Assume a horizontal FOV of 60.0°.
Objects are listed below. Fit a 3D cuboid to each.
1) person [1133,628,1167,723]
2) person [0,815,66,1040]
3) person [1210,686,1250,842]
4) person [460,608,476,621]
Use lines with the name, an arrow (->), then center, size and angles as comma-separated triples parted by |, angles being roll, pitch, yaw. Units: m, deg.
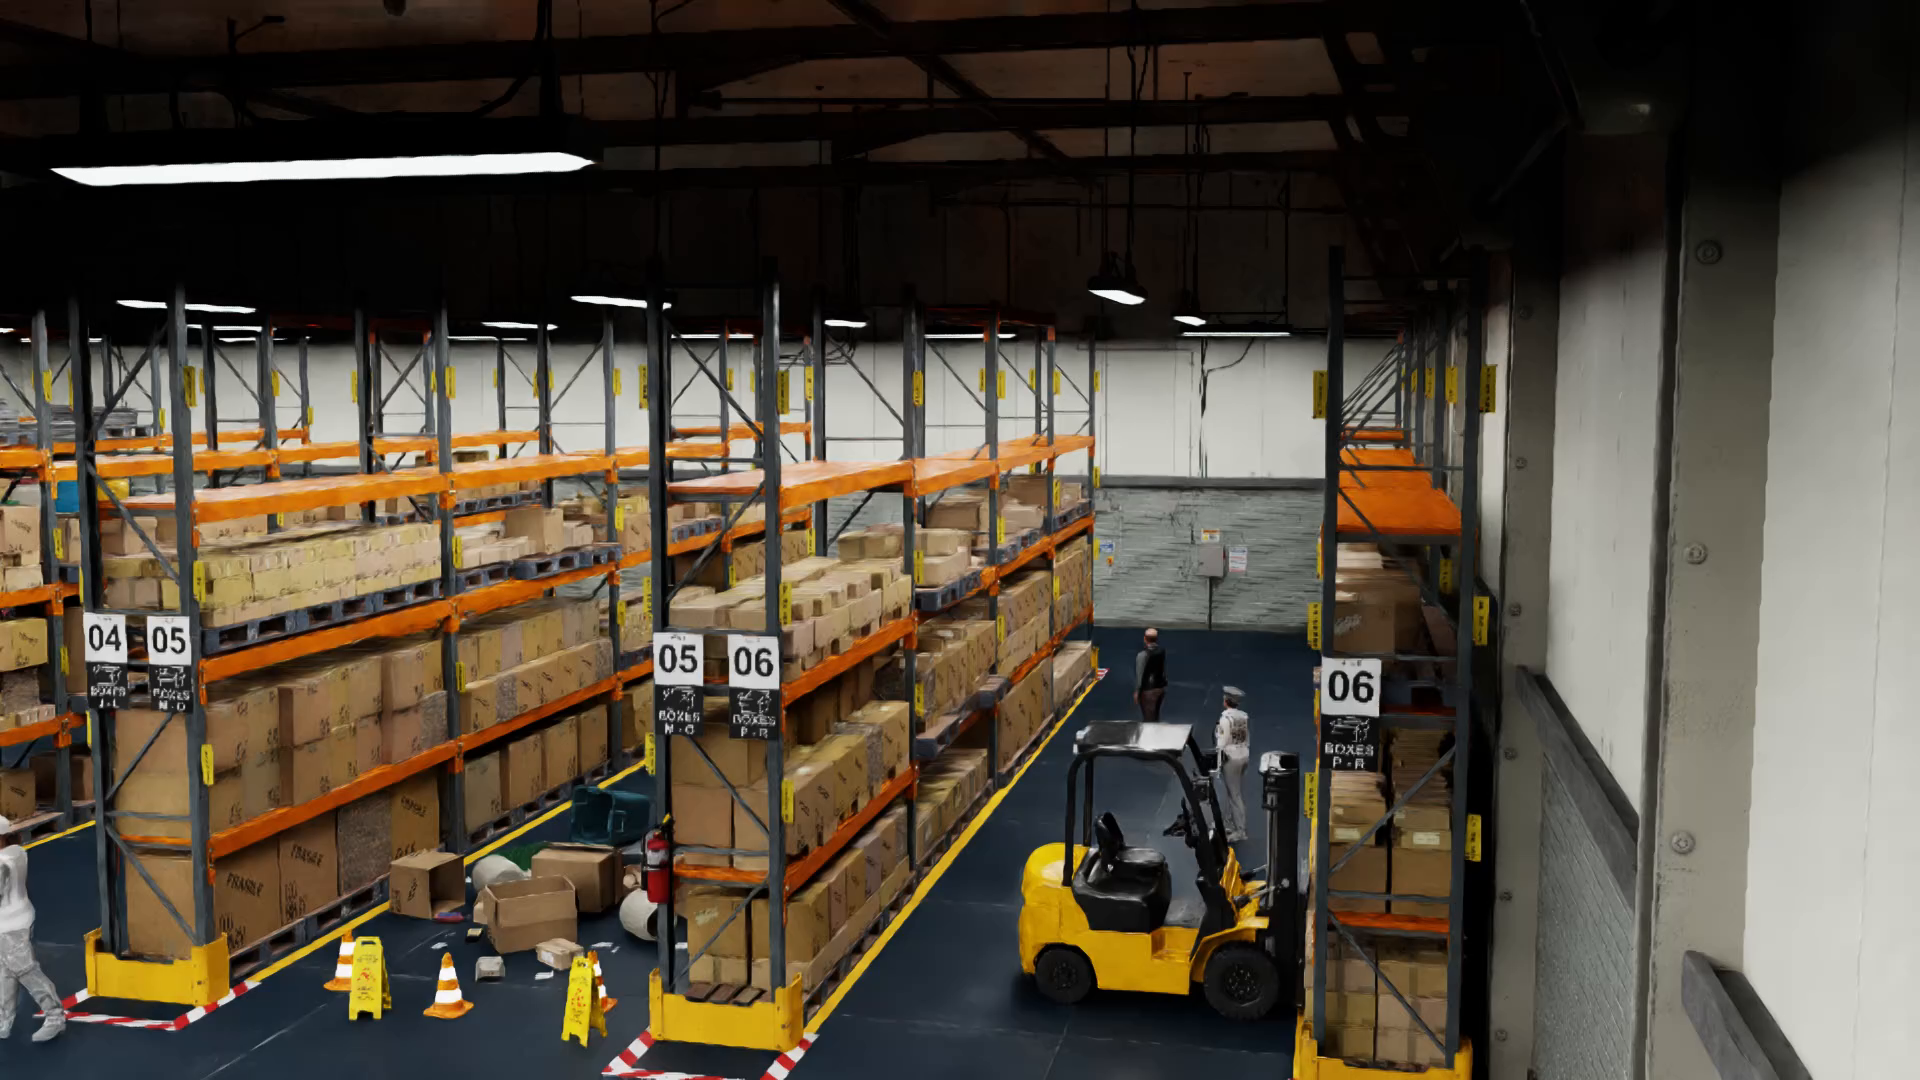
person -> 2.539, 2.034, 22.387 | 0.570, 1.718, 0.627 | 5, 8, 41
person -> -7.342, 2.990, 12.862 | 0.714, 1.781, 0.571 | -2, 6, -19
person -> 3.001, 2.457, 18.473 | 0.555, 1.663, 0.585 | 4, 7, 36
person -> -7.361, 1.772, 25.160 | 0.540, 1.676, 1.111 | 1, 6, 11
